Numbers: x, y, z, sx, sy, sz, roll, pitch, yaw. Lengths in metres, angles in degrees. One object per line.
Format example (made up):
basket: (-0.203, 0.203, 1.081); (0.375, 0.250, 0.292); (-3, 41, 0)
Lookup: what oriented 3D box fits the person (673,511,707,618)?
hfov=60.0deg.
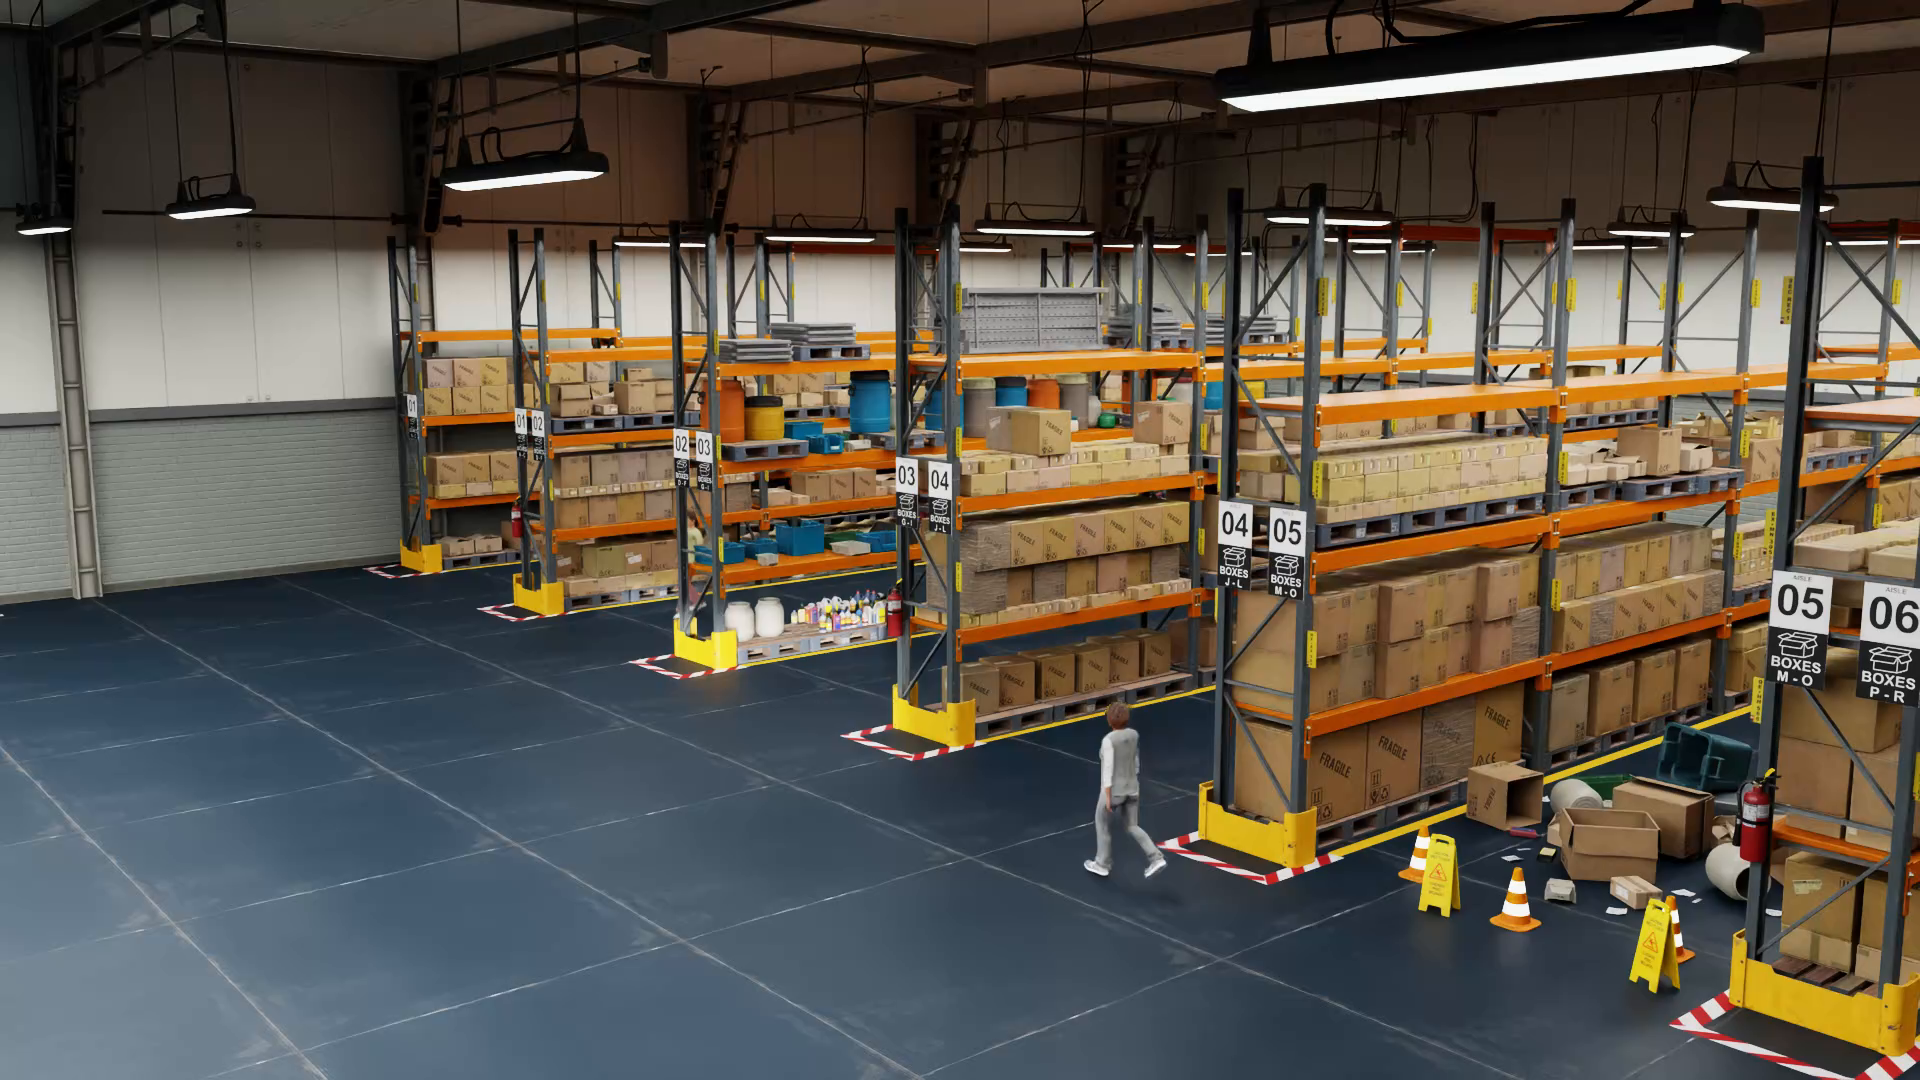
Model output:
person: (-4.233, 0.384, 26.041); (0.660, 1.690, 0.518); (-8, 12, -44)

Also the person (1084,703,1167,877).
person: (1.416, 2.188, 14.383); (0.416, 1.560, 0.847); (-7, 11, -39)
